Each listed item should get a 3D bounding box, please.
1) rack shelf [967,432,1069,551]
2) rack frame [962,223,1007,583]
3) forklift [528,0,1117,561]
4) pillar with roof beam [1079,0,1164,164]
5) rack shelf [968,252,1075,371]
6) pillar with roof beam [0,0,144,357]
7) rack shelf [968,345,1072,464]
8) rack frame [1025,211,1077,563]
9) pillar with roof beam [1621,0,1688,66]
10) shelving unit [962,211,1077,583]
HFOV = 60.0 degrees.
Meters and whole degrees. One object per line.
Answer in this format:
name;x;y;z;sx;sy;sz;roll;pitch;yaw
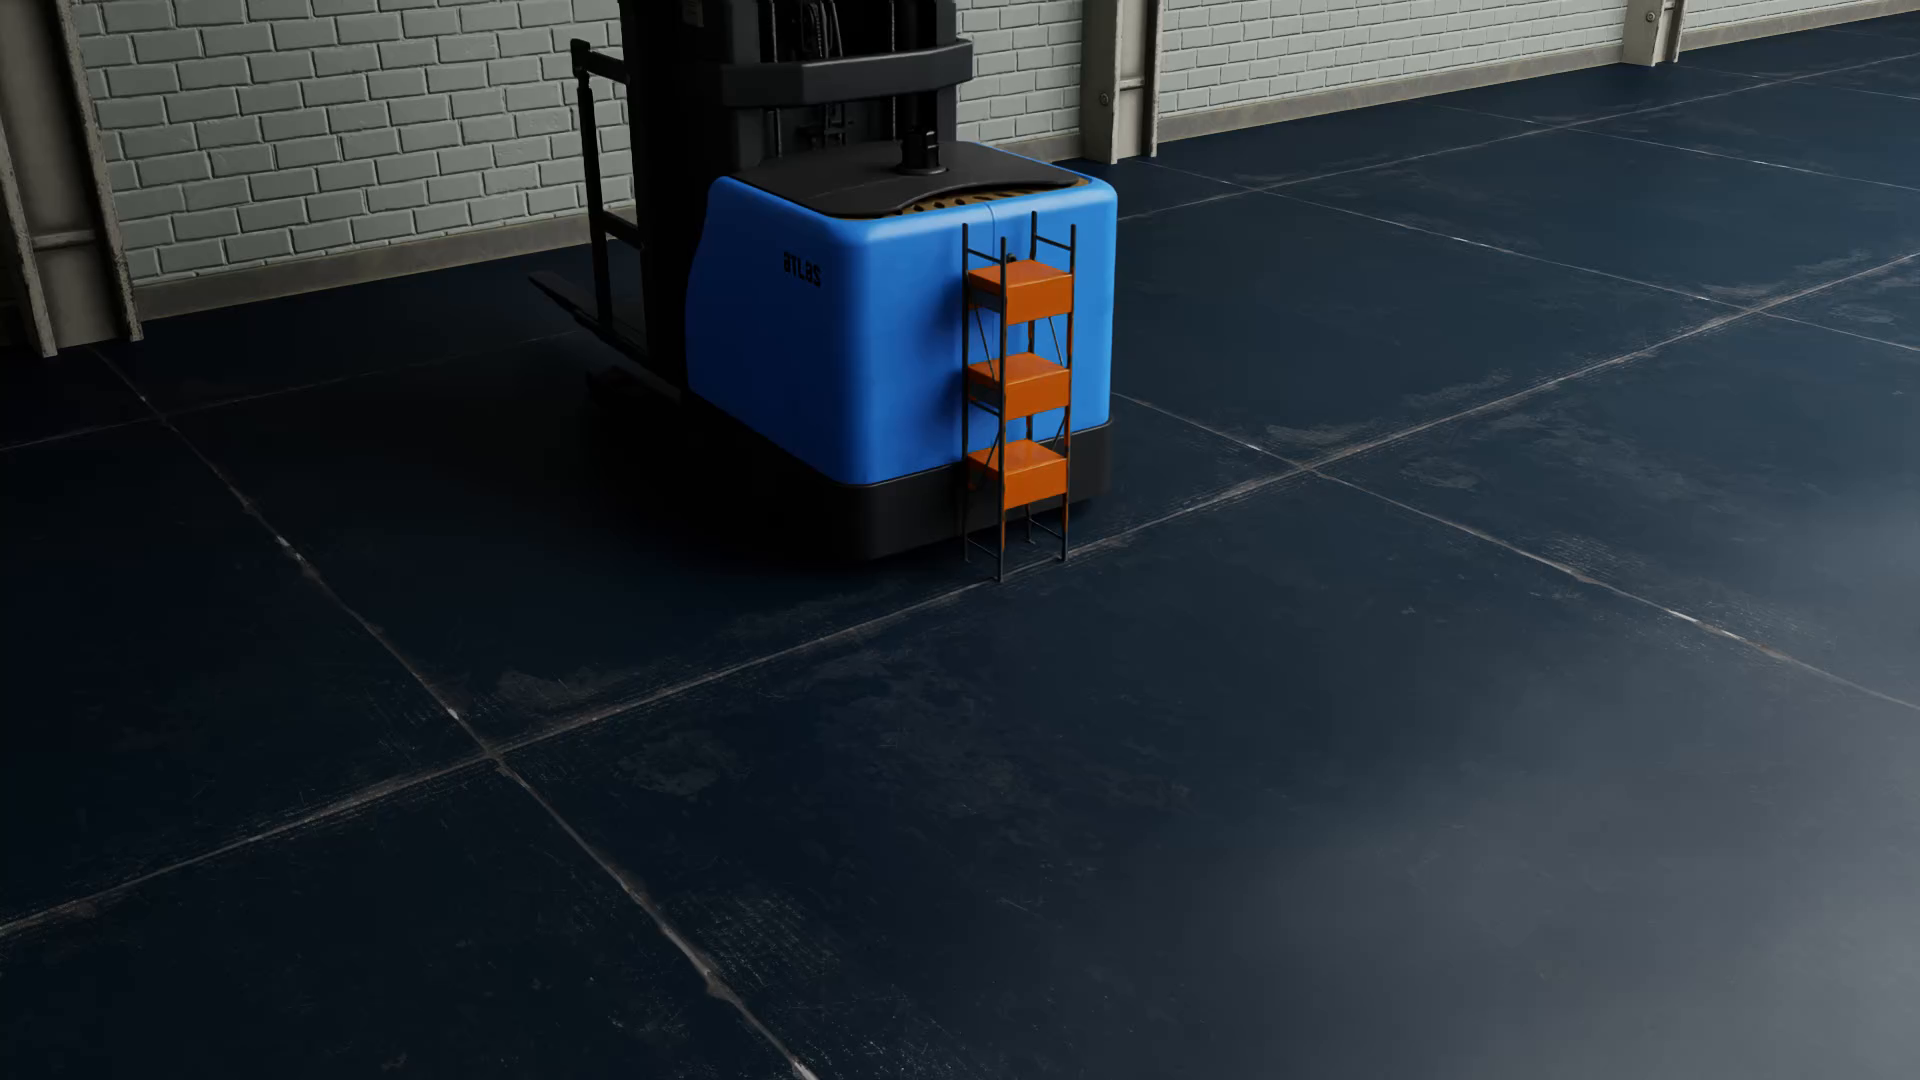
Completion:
rack shelf;0.167;-0.149;5.010;0.240;0.259;0.215;-16;30;-31
rack frame;0.067;-0.382;4.825;0.008;1.050;0.200;-16;30;-31
forklift;-0.747;-1.835;5.722;1.130;2.935;3.031;-16;29;-31
pillar with roof beam;3.646;-5.070;5.486;0.400;9.000;9.100;-18;31;-34
rack shelf;0.167;-0.659;4.774;0.240;0.259;0.215;-16;30;-31
pillar with roof beam;-1.076;-3.512;2.127;0.400;9.000;9.100;-18;31;-34
rack shelf;0.167;-0.401;4.893;0.240;0.259;0.215;-16;30;-31
rack frame;0.267;-0.441;4.952;0.008;1.050;0.200;-16;30;-31
pillar with roof beam;8.367;-6.629;8.844;0.400;9.000;9.100;-18;31;-34
shelving unit;0.167;-0.411;4.889;0.252;1.050;0.215;-16;30;-31
